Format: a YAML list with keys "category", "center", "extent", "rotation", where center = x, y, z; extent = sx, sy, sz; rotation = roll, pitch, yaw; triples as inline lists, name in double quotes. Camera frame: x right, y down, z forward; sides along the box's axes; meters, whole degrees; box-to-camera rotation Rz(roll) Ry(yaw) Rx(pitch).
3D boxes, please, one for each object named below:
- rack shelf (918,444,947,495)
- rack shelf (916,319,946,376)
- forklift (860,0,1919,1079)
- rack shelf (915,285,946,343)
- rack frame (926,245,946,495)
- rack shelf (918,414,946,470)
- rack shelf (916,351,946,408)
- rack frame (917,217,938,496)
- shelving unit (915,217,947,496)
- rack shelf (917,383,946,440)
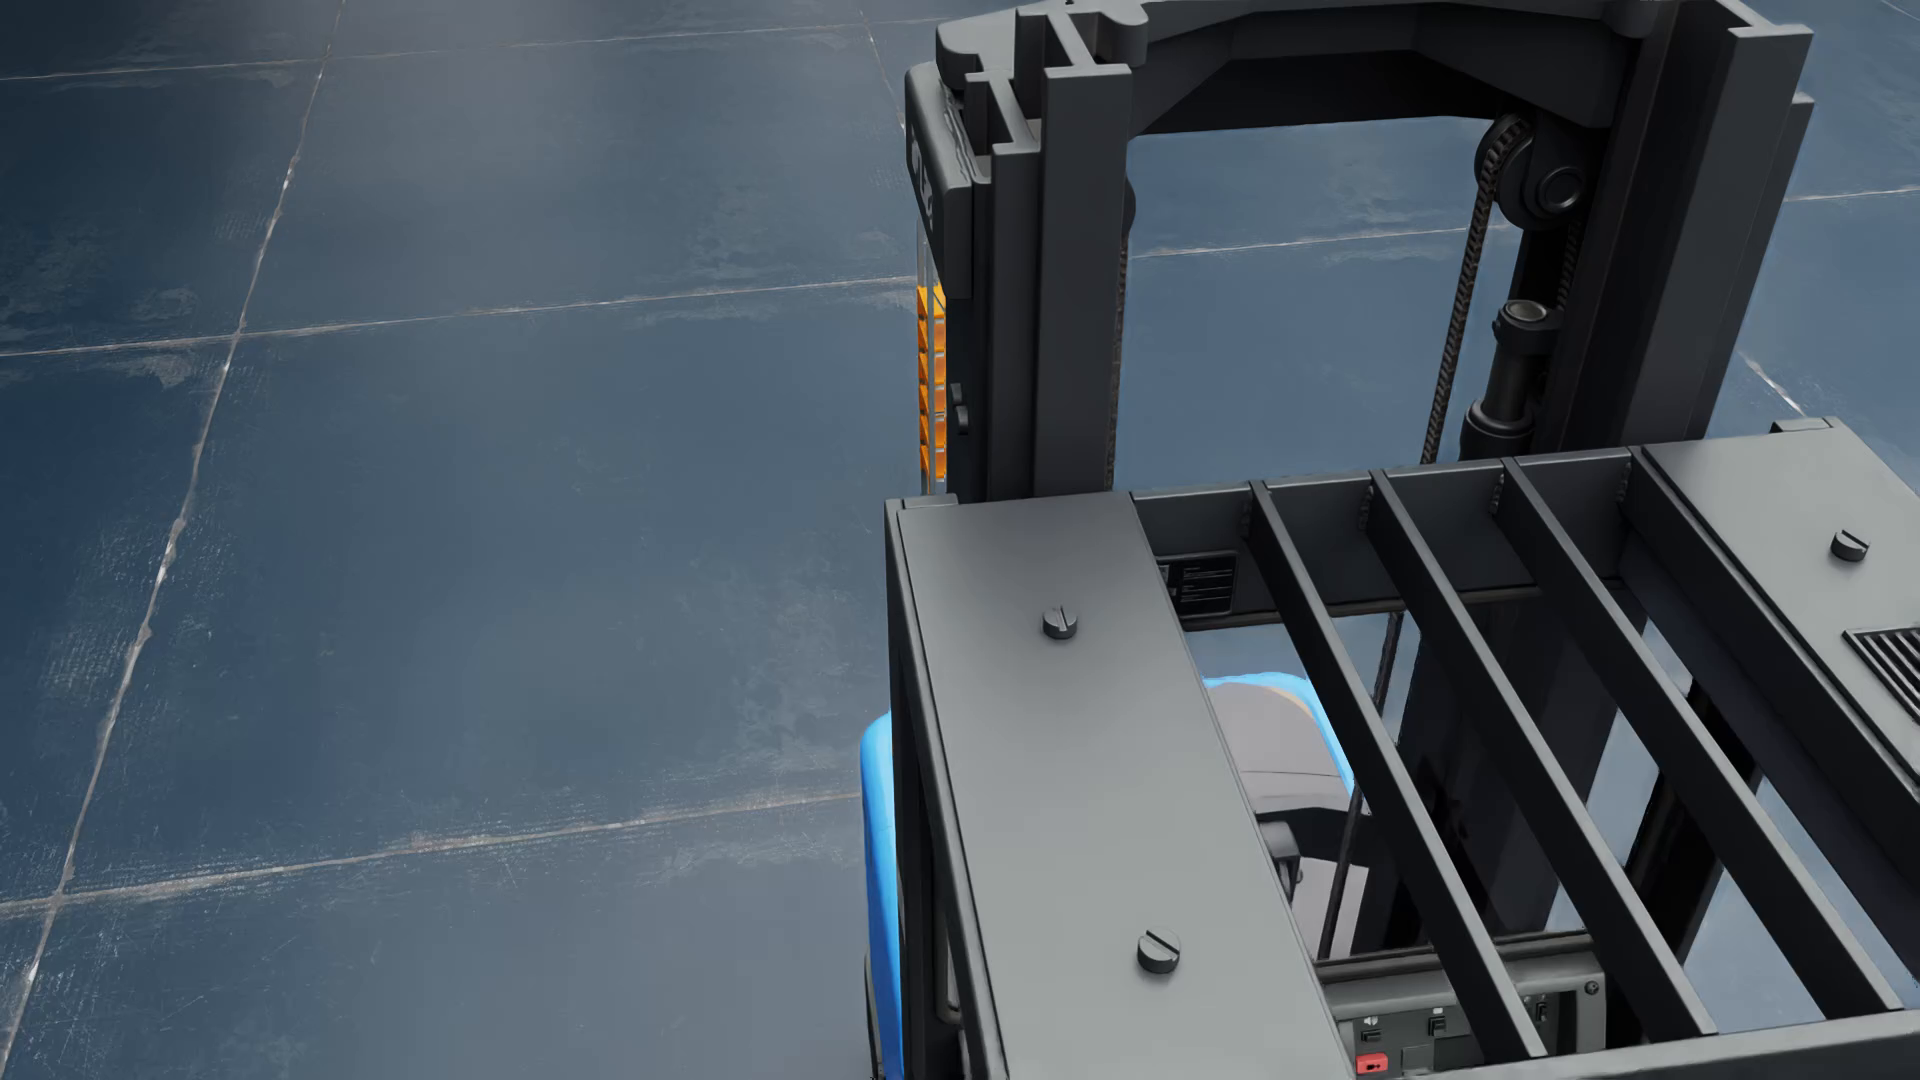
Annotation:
- category: "rack shelf"
  center: [0.003, -0.240, 5.545]
  extent: [0.258, 0.103, 0.180]
  rotation: [-6, 38, -8]
- category: "rack shelf"
  center: [0.003, -0.620, 5.251]
  extent: [0.258, 0.103, 0.180]
  rotation: [-6, 38, -8]
- category: "forklift"
  center: [0.500, 0.904, 2.197]
  extent: [1.130, 2.935, 3.031]
  rotation: [-5, 38, -7]
- category: "rack shelf"
  center: [0.003, -0.714, 5.177]
  extent: [0.258, 0.103, 0.180]
  rotation: [-6, 38, -8]
- category: "rack frame"
  center: [0.019, -0.410, 5.300]
  extent: [0.240, 1.200, 0.006]
  rotation: [-6, 38, -8]
- category: "rack shelf"
  center: [0.003, -0.335, 5.472]
  extent: [0.258, 0.103, 0.180]
  rotation: [-6, 38, -8]
- category: "rack shelf"
  center: [0.003, -0.525, 5.324]
  extent: [0.258, 0.103, 0.180]
  rotation: [-6, 38, -8]
- category: "rack frame"
  center: [-0.013, -0.520, 5.442]
  extent: [0.240, 1.200, 0.006]
  rotation: [-6, 38, -8]
- category: "shelving unit"
  center: [0.003, -0.465, 5.371]
  extent: [0.258, 1.200, 0.189]
  rotation: [-6, 38, -8]
- category: "rack shelf"
  center: [0.003, -0.430, 5.398]
  extent: [0.258, 0.103, 0.180]
  rotation: [-6, 38, -8]
